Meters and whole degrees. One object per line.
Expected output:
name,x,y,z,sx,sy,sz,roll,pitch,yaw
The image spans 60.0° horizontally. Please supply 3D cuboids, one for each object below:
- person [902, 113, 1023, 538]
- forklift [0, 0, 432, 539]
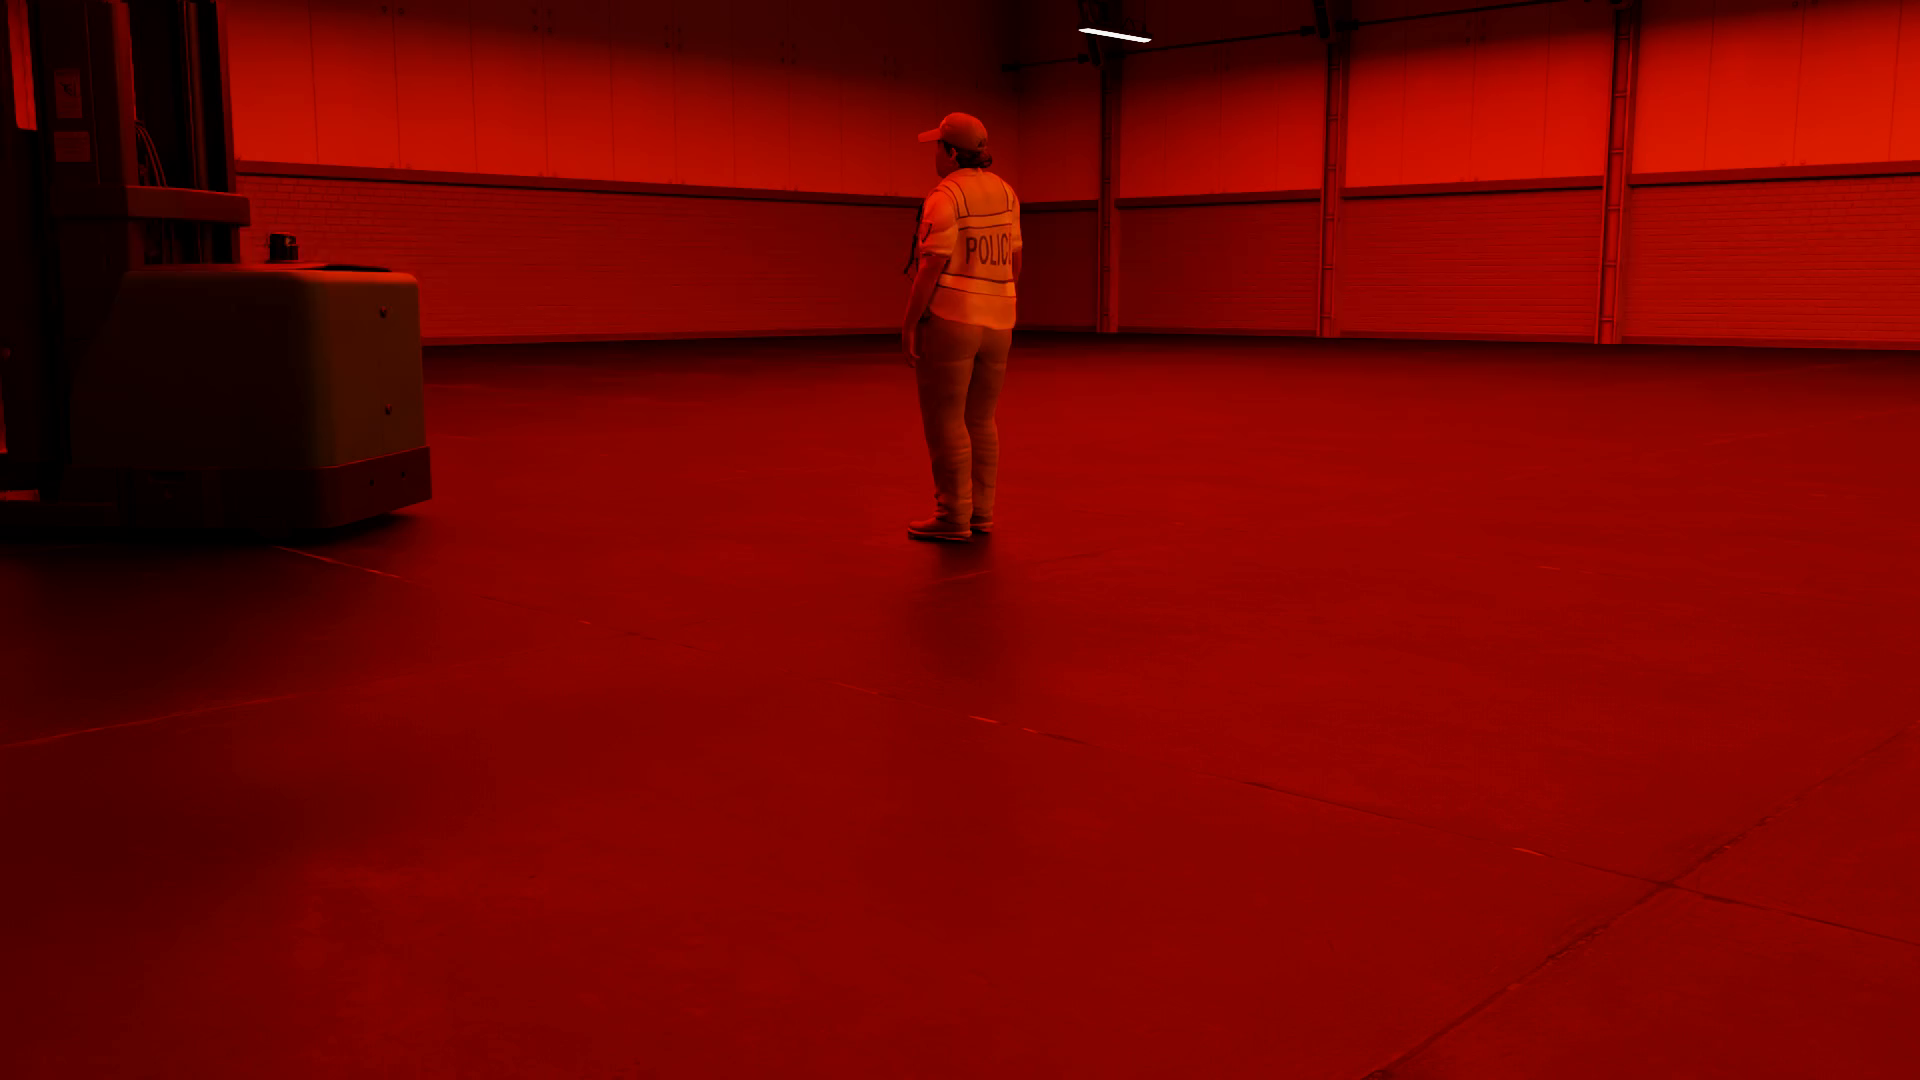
person,-0.039,-0.841,6.661,0.529,1.670,0.598,8,12,43
forklift,-3.918,-1.520,6.966,3.031,2.935,1.130,1,9,6
